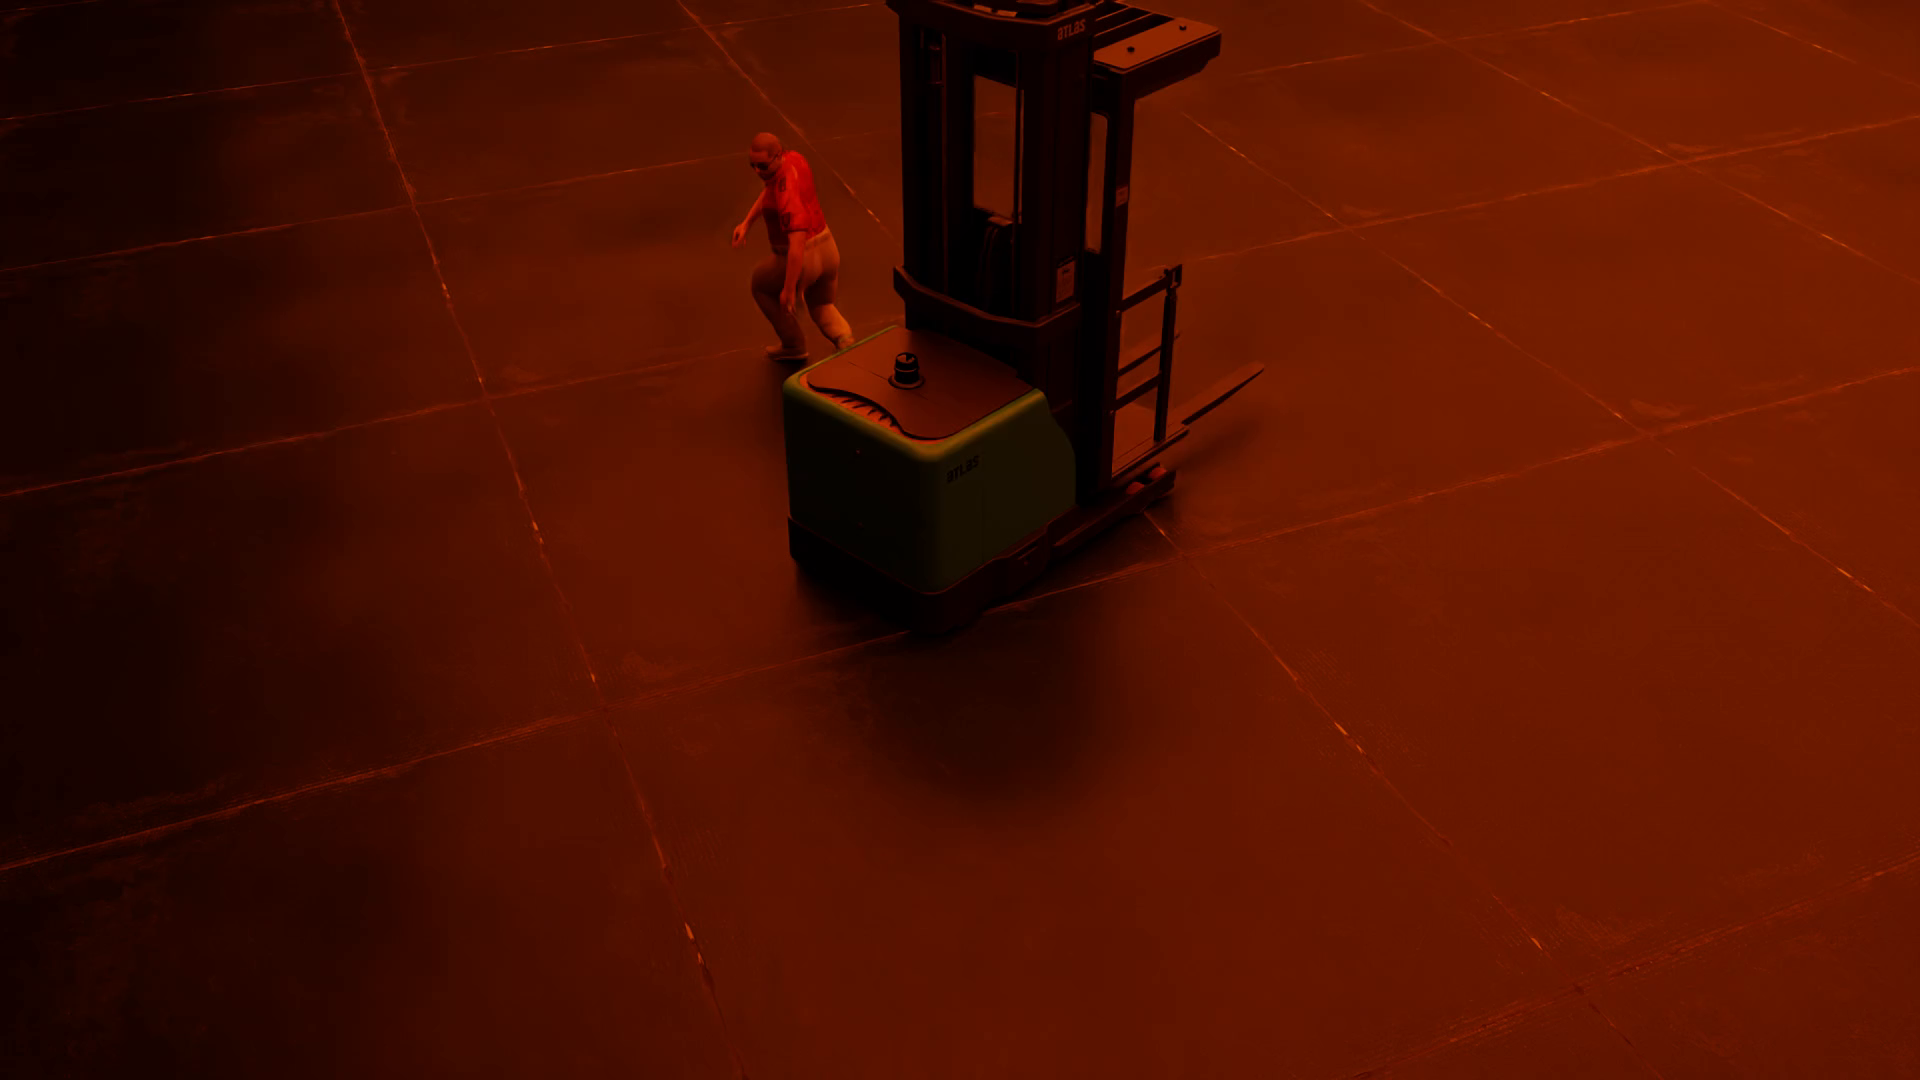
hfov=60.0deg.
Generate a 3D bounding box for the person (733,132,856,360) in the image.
[{"bbox_3d":[-0.977,-1.650,9.703,0.897,1.510,0.636,24,42,30],"label":"person"}]

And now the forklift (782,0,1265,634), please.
[{"bbox_3d":[0.508,-1.514,8.228,1.130,2.935,3.031,28,44,33],"label":"forklift"}]
